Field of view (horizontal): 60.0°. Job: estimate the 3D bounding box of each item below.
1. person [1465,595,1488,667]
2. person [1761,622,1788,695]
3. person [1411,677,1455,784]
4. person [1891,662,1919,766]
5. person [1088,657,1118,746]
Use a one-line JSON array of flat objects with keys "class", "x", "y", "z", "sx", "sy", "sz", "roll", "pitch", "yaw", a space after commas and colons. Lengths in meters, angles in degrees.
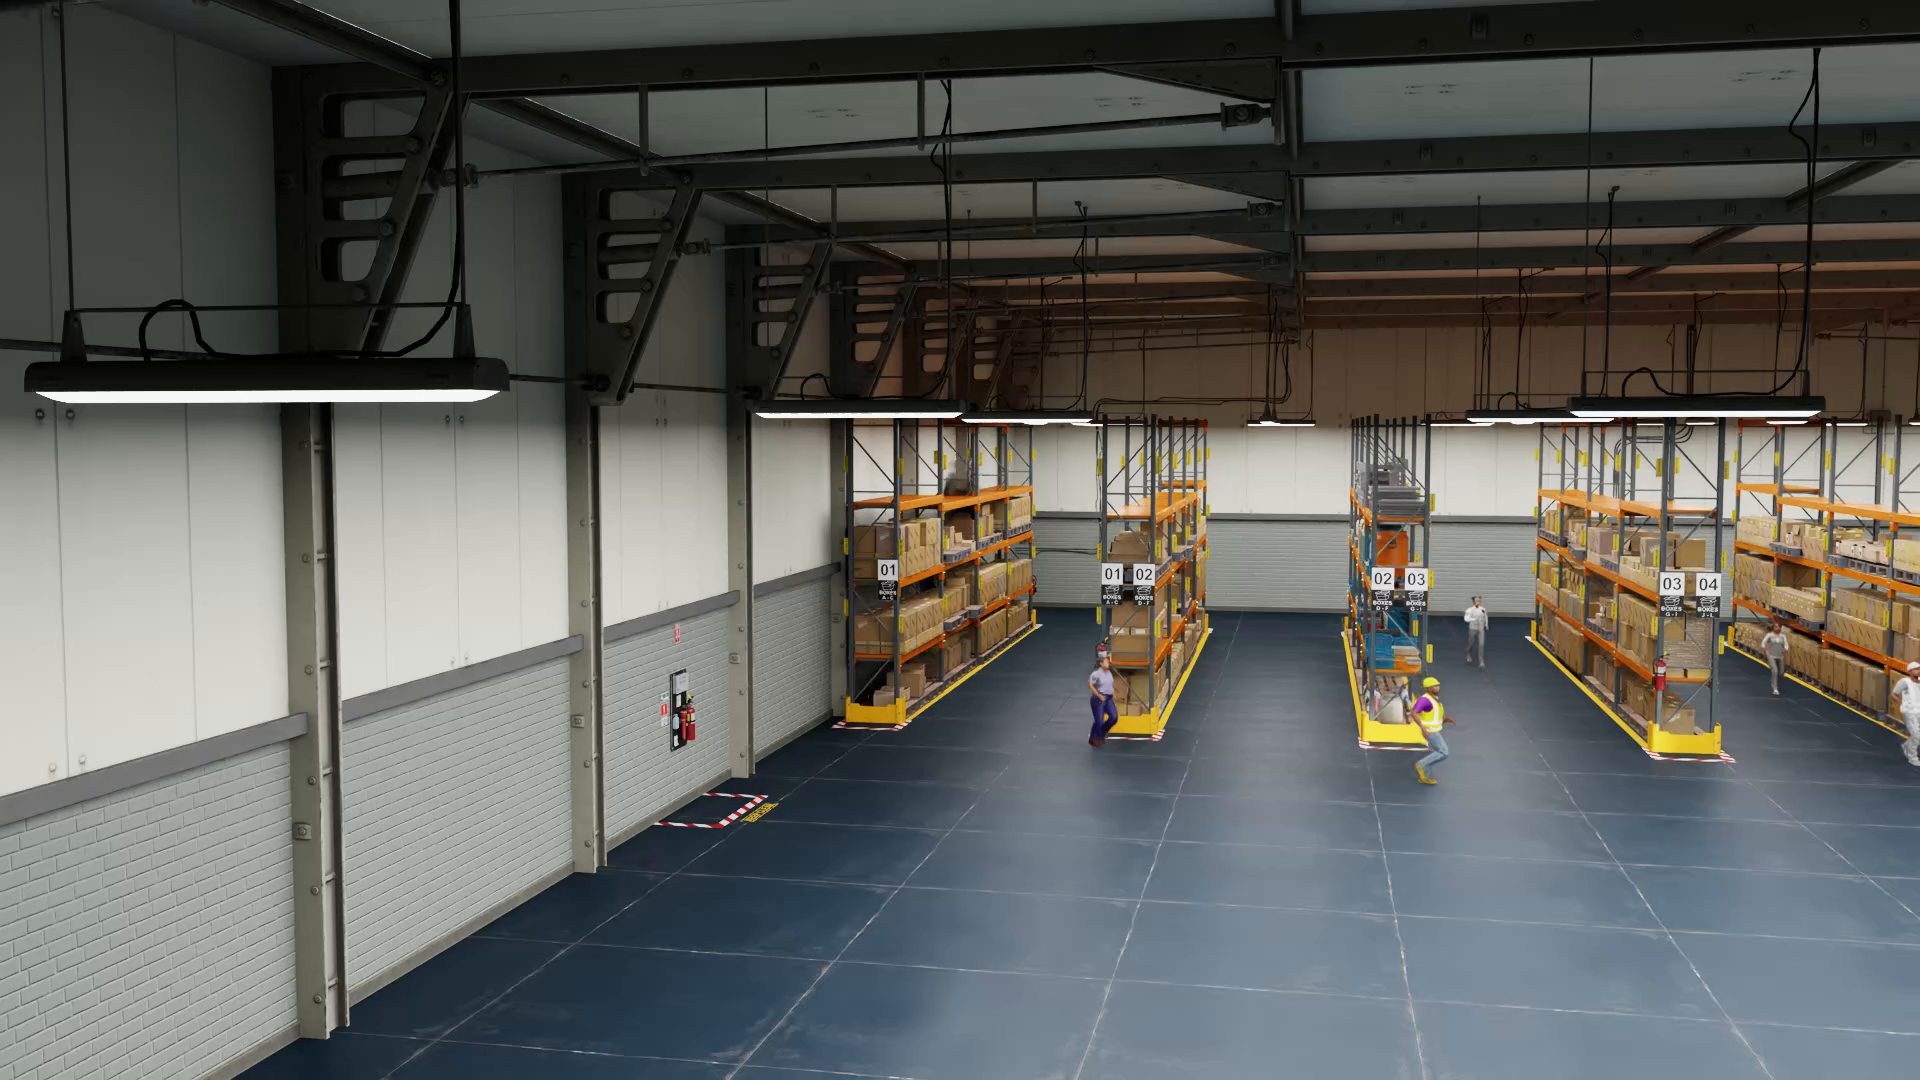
[{"class": "person", "x": 12.488, "y": 2.177, "z": 40.197, "sx": 0.606, "sy": 1.689, "sz": 0.932, "roll": 0, "pitch": 4, "yaw": 2}, {"class": "person", "x": 17.626, "y": 2.515, "z": 35.984, "sx": 0.542, "sy": 1.486, "sz": 0.666, "roll": 1, "pitch": 4, "yaw": 11}, {"class": "person", "x": 7.631, "y": 3.071, "z": 26.744, "sx": 0.590, "sy": 1.721, "sz": 0.700, "roll": 2, "pitch": 4, "yaw": 30}, {"class": "person", "x": 16.329, "y": 2.974, "z": 28.478, "sx": 0.707, "sy": 1.772, "sz": 0.586, "roll": -1, "pitch": 4, "yaw": -12}, {"class": "person", "x": 2.624, "y": 2.922, "z": 30.090, "sx": 0.644, "sy": 1.596, "sz": 0.542, "roll": -3, "pitch": 5, "yaw": -34}]
